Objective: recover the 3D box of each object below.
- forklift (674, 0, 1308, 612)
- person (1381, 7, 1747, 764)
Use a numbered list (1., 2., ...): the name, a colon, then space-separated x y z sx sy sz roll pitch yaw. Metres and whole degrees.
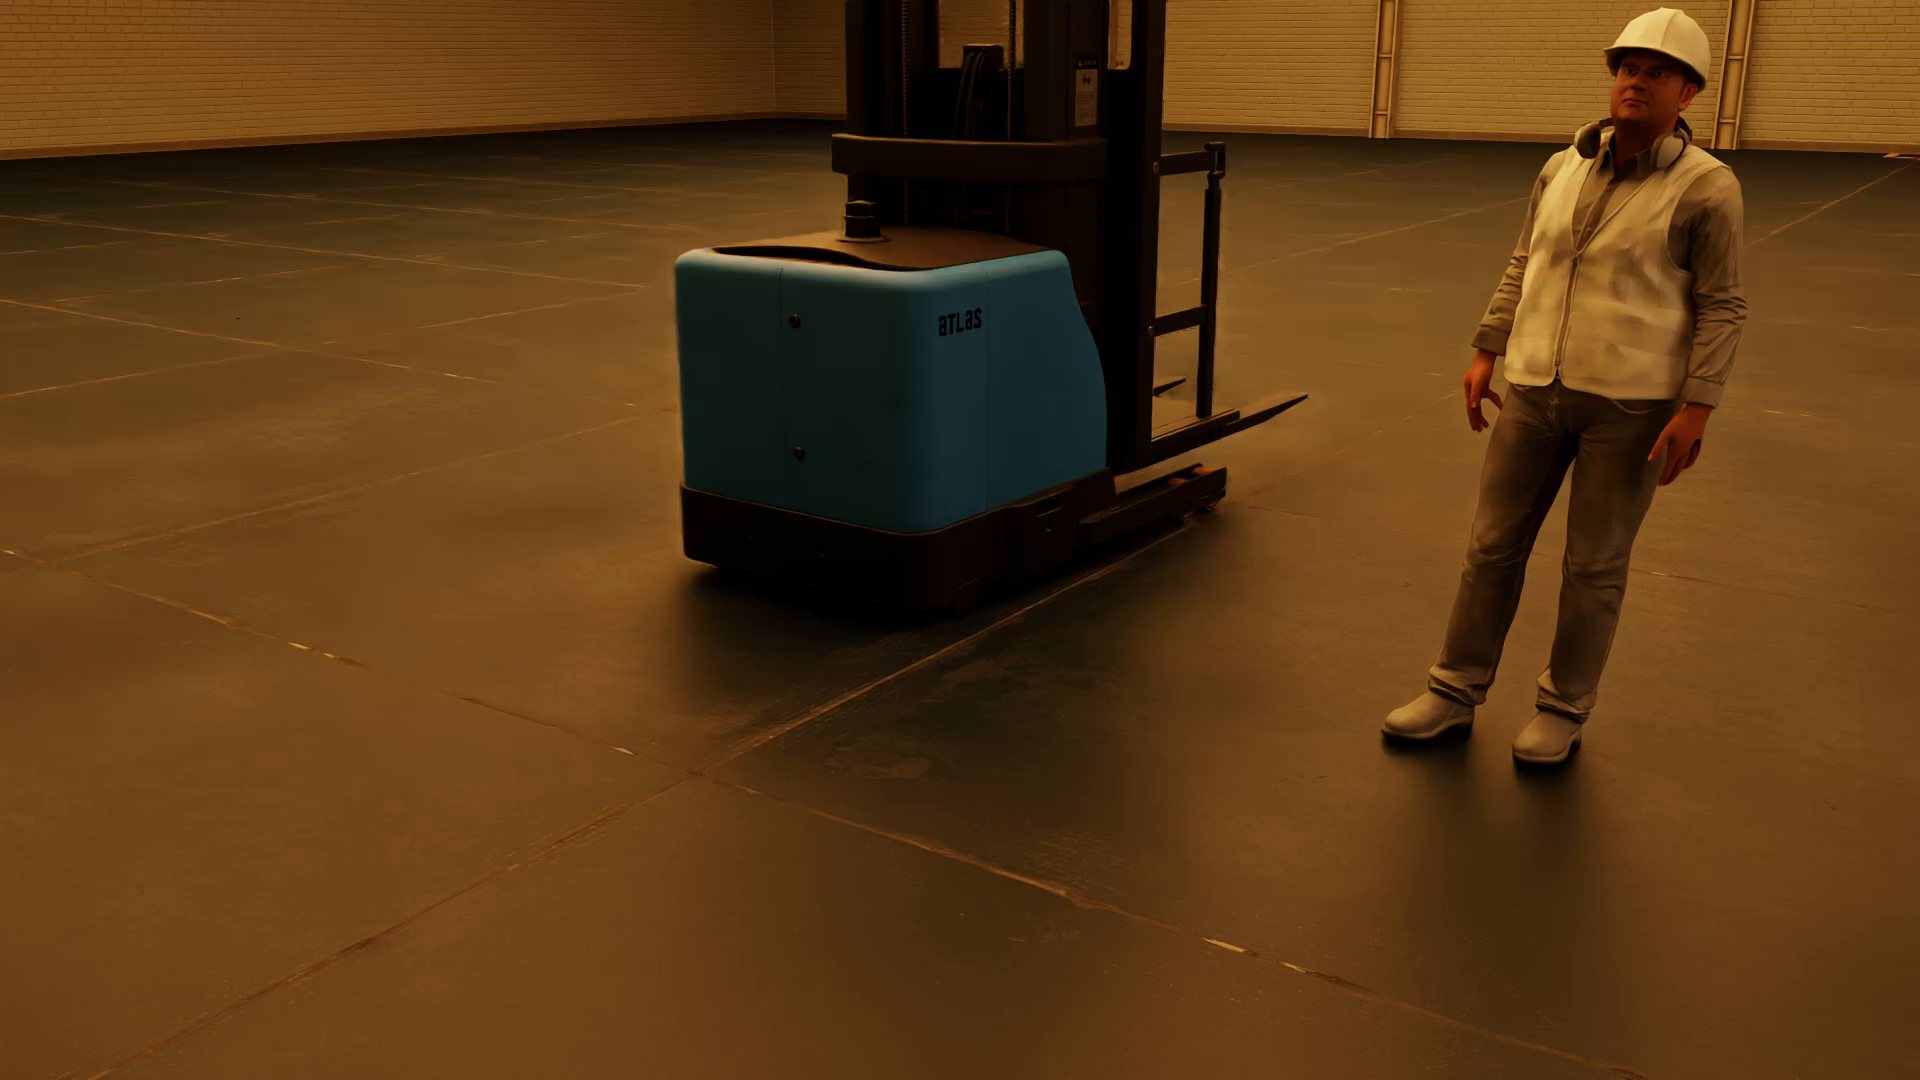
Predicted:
1. forklift: 0.361 -1.546 6.002 1.130 2.935 3.031 12 20 35
2. person: 1.461 -0.335 3.948 0.569 1.774 0.627 -14 21 -39
